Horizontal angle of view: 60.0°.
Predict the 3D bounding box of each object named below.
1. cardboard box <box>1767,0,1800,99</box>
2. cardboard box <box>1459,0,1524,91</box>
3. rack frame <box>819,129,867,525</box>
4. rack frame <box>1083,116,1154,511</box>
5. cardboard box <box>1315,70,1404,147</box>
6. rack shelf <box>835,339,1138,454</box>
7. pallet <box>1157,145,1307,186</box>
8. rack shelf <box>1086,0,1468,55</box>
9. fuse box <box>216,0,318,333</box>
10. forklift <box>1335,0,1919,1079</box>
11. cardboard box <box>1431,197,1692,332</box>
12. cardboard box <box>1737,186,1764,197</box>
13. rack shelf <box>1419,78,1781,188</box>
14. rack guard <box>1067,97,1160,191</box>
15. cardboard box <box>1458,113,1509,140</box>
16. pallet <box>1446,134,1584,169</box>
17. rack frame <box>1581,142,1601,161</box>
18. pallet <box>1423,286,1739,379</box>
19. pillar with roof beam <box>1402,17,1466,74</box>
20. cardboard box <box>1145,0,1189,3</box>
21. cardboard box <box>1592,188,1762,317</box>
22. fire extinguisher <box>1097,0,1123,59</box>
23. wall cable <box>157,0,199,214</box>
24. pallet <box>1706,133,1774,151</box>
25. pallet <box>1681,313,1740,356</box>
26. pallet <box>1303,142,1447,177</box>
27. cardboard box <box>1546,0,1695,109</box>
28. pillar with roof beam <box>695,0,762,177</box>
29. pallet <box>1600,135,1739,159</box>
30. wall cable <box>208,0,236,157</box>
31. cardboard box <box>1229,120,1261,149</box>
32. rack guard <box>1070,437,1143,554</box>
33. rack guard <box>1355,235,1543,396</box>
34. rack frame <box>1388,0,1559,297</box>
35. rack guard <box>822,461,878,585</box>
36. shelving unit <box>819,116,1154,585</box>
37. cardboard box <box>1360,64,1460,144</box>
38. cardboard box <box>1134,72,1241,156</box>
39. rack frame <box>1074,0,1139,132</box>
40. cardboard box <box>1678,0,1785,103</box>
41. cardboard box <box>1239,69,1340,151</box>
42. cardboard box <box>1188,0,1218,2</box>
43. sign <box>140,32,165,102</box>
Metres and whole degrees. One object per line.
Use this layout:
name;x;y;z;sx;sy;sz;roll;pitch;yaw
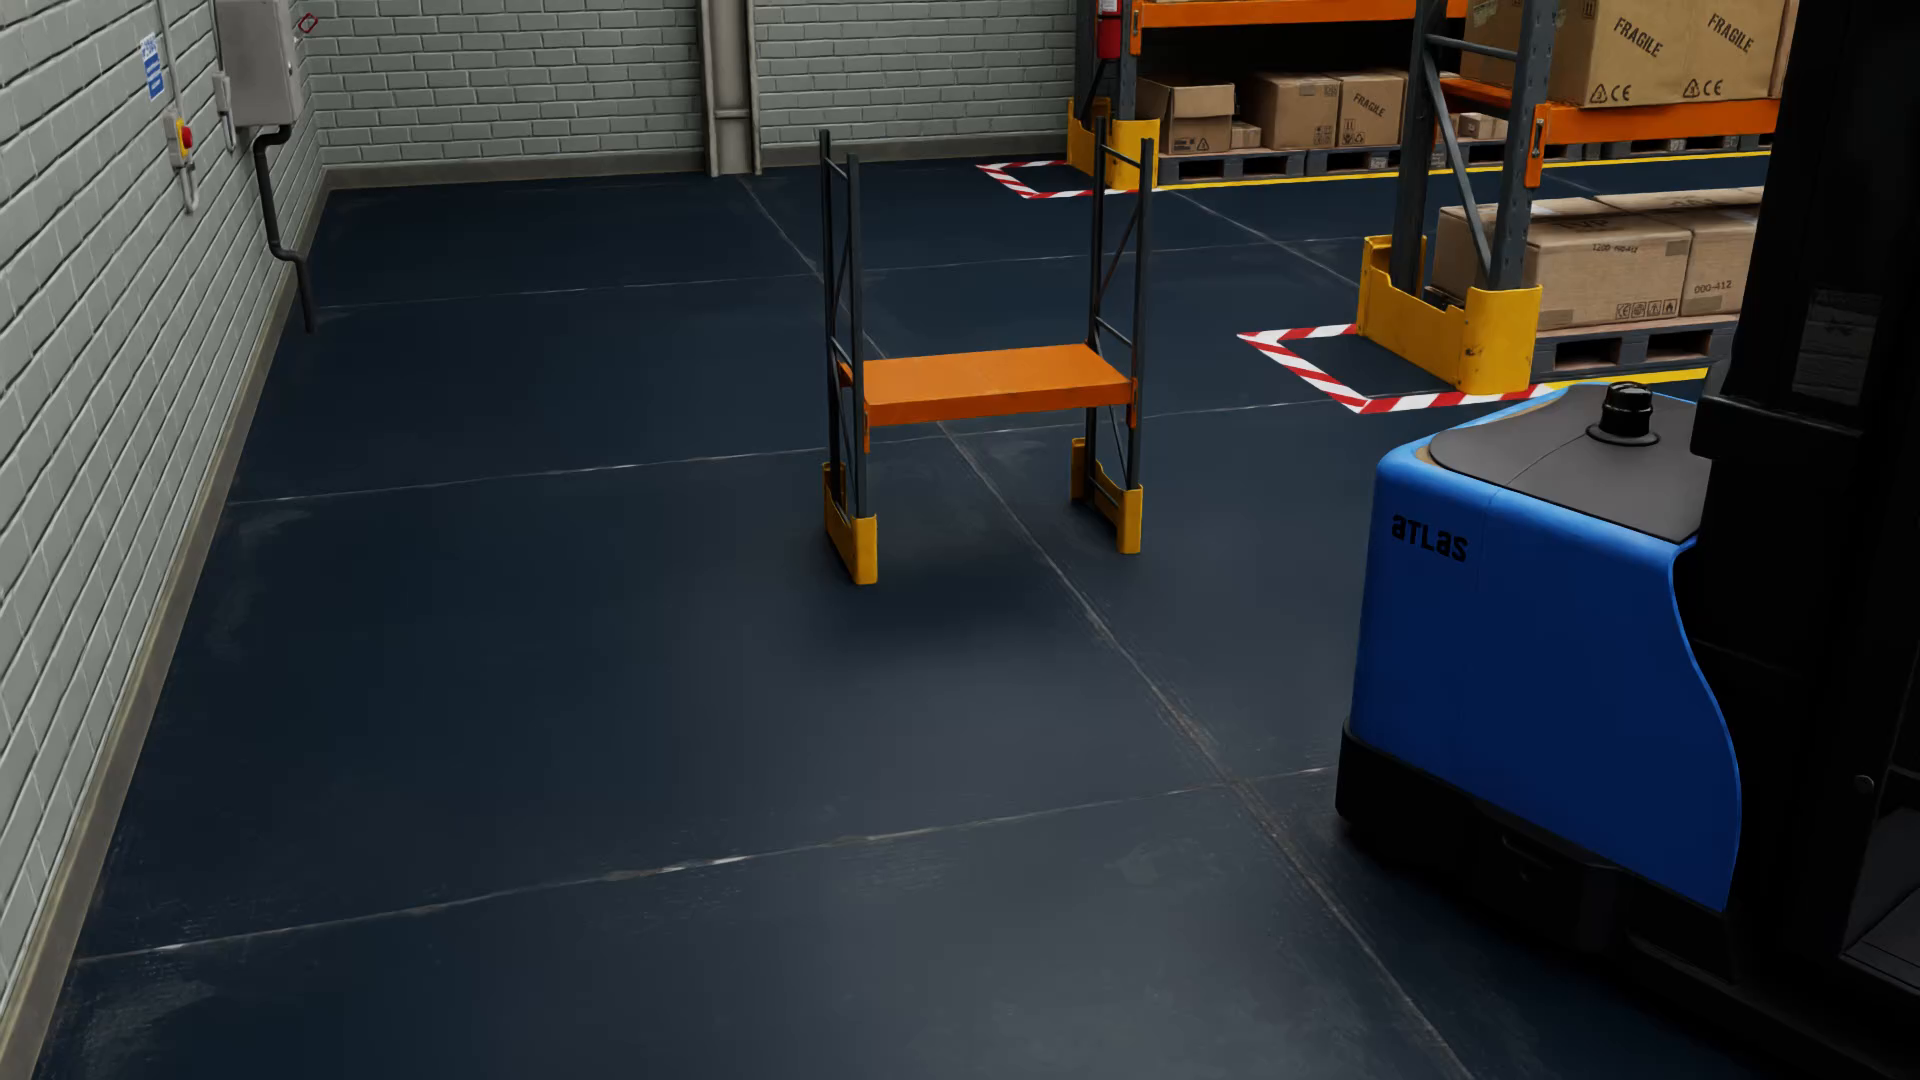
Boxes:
cardboard box;3.942;-2.395;7.900;0.500;0.500;0.500;-6;24;-15
cardboard box;2.821;-2.493;8.128;0.500;0.500;0.500;-6;24;-14
rack frame;-0.407;-0.644;5.849;0.032;1.500;0.500;-6;24;-14
rack frame;0.572;-0.752;6.102;0.032;1.500;0.500;-6;24;-14
cardboard box;3.068;-3.347;12.884;0.500;0.500;0.500;-6;24;-13
rack shelf;0.082;-0.533;6.046;1.000;0.185;0.538;-6;24;-14
pallet;1.924;-2.991;12.953;1.213;0.211;1.003;-6;24;-14
rack shelf;3.009;-4.061;12.823;4.000;0.370;1.077;-6;24;-14
fuse box;-3.422;-1.906;8.523;0.414;1.711;0.539;-6;24;-14
forklift;2.324;-0.247;3.109;1.130;2.935;3.031;-18;29;-36
cardboard box;3.036;-1.419;8.469;0.875;0.438;0.875;-7;24;-16
cardboard box;4.784;-1.615;8.926;0.875;0.438;0.875;-7;24;-16
rack shelf;4.354;-2.177;8.432;4.000;0.370;1.077;-6;24;-14
rack guard;1.157;-3.038;12.697;0.348;0.500;1.175;-6;24;-14
cardboard box;4.134;-3.333;13.147;0.258;0.266;0.396;-5;24;-12
pallet;4.273;-3.251;13.558;1.213;0.211;1.003;-6;24;-14
rack frame;4.935;-4.605;13.178;0.127;3.000;1.000;-6;24;-14
pallet;3.177;-1.128;8.612;1.213;0.211;1.003;-6;24;-14
pillar with roof beam;5.184;-5.995;8.811;0.400;9.000;9.100;-6;24;-14
cardboard box;1.474;-3.994;12.073;0.250;0.149;0.380;-6;24;-15
cardboard box;3.915;-1.519;8.703;0.875;0.438;0.875;-6;24;-13
fire extinguisher;1.067;-3.781;11.828;0.183;0.674;0.296;-6;24;-14
wall cable;-2.995;-2.167;6.167;0.123;1.953;0.585;-6;24;-14
pallet;6.885;-3.556;14.269;1.213;0.211;1.003;-6;24;-14
pallet;4.349;-1.257;8.911;1.213;0.211;1.003;-6;24;-14
pallet;3.096;-3.119;13.252;1.213;0.211;1.003;-6;24;-14
cardboard box;2.968;-2.283;7.639;0.500;0.500;0.500;-7;24;-15
pillar with roof beam;-0.593;-5.356;7.321;0.400;9.000;9.100;-6;24;-14
pallet;5.708;-3.424;13.963;1.213;0.211;1.003;-6;24;-14
wall cable;-3.389;-2.689;7.425;0.122;1.984;0.588;-6;24;-14
cardboard box;2.118;-3.121;12.803;0.250;0.149;0.380;-7;24;-16
rack guard;0.553;-0.176;6.343;0.087;0.250;0.587;-6;24;-14
rack guard;2.405;-1.144;8.281;0.348;0.500;1.175;-6;24;-14
rack frame;2.428;-2.295;7.794;0.127;3.000;1.000;-6;24;-14
rack guard;-0.406;-0.070;6.096;0.087;0.250;0.587;-6;24;-14
shelving unit;0.073;-0.697;5.973;1.083;1.500;0.587;-6;24;-14
cardboard box;3.531;-3.439;13.099;0.500;0.500;0.700;-7;24;-16
cardboard box;1.698;-3.254;12.662;0.637;0.503;0.797;-7;24;-16
rack frame;1.083;-4.179;12.185;0.127;3.000;1.000;-6;24;-14
cardboard box;3.447;-2.347;7.790;0.500;0.500;0.500;-7;24;-15
cardboard box;2.532;-3.329;12.841;0.500;0.500;0.700;-5;24;-12
cardboard box;1.706;-4.039;12.178;0.250;0.149;0.380;-6;24;-13
sign;-3.041;-1.785;6.262;0.001;0.218;0.327;-6;24;-14
